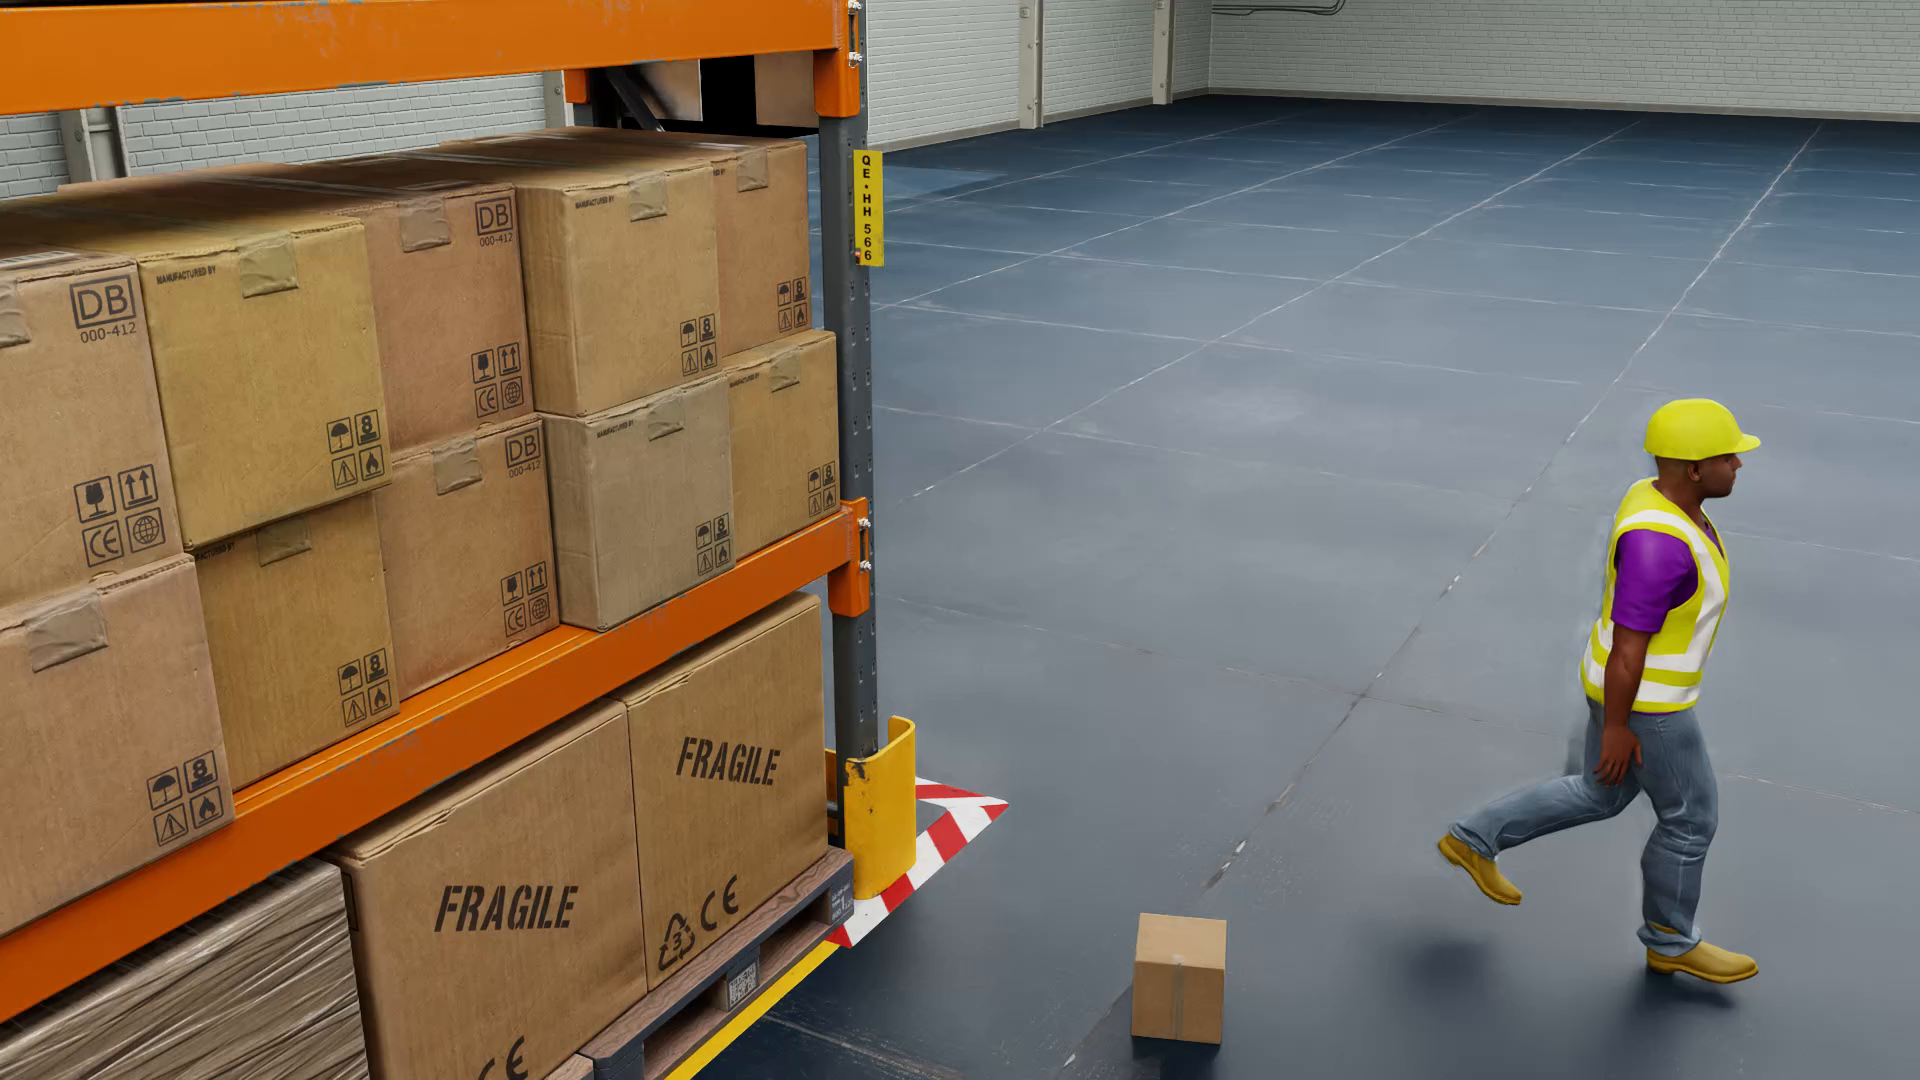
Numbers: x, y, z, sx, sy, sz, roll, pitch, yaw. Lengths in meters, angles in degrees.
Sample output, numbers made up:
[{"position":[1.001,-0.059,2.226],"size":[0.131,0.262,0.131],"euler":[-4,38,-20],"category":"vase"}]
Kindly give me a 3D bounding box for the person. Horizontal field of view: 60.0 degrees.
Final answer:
[{"position":[1.927,0.419,4.833],"size":[0.937,1.738,0.584],"euler":[6,20,18],"category":"person"}]
